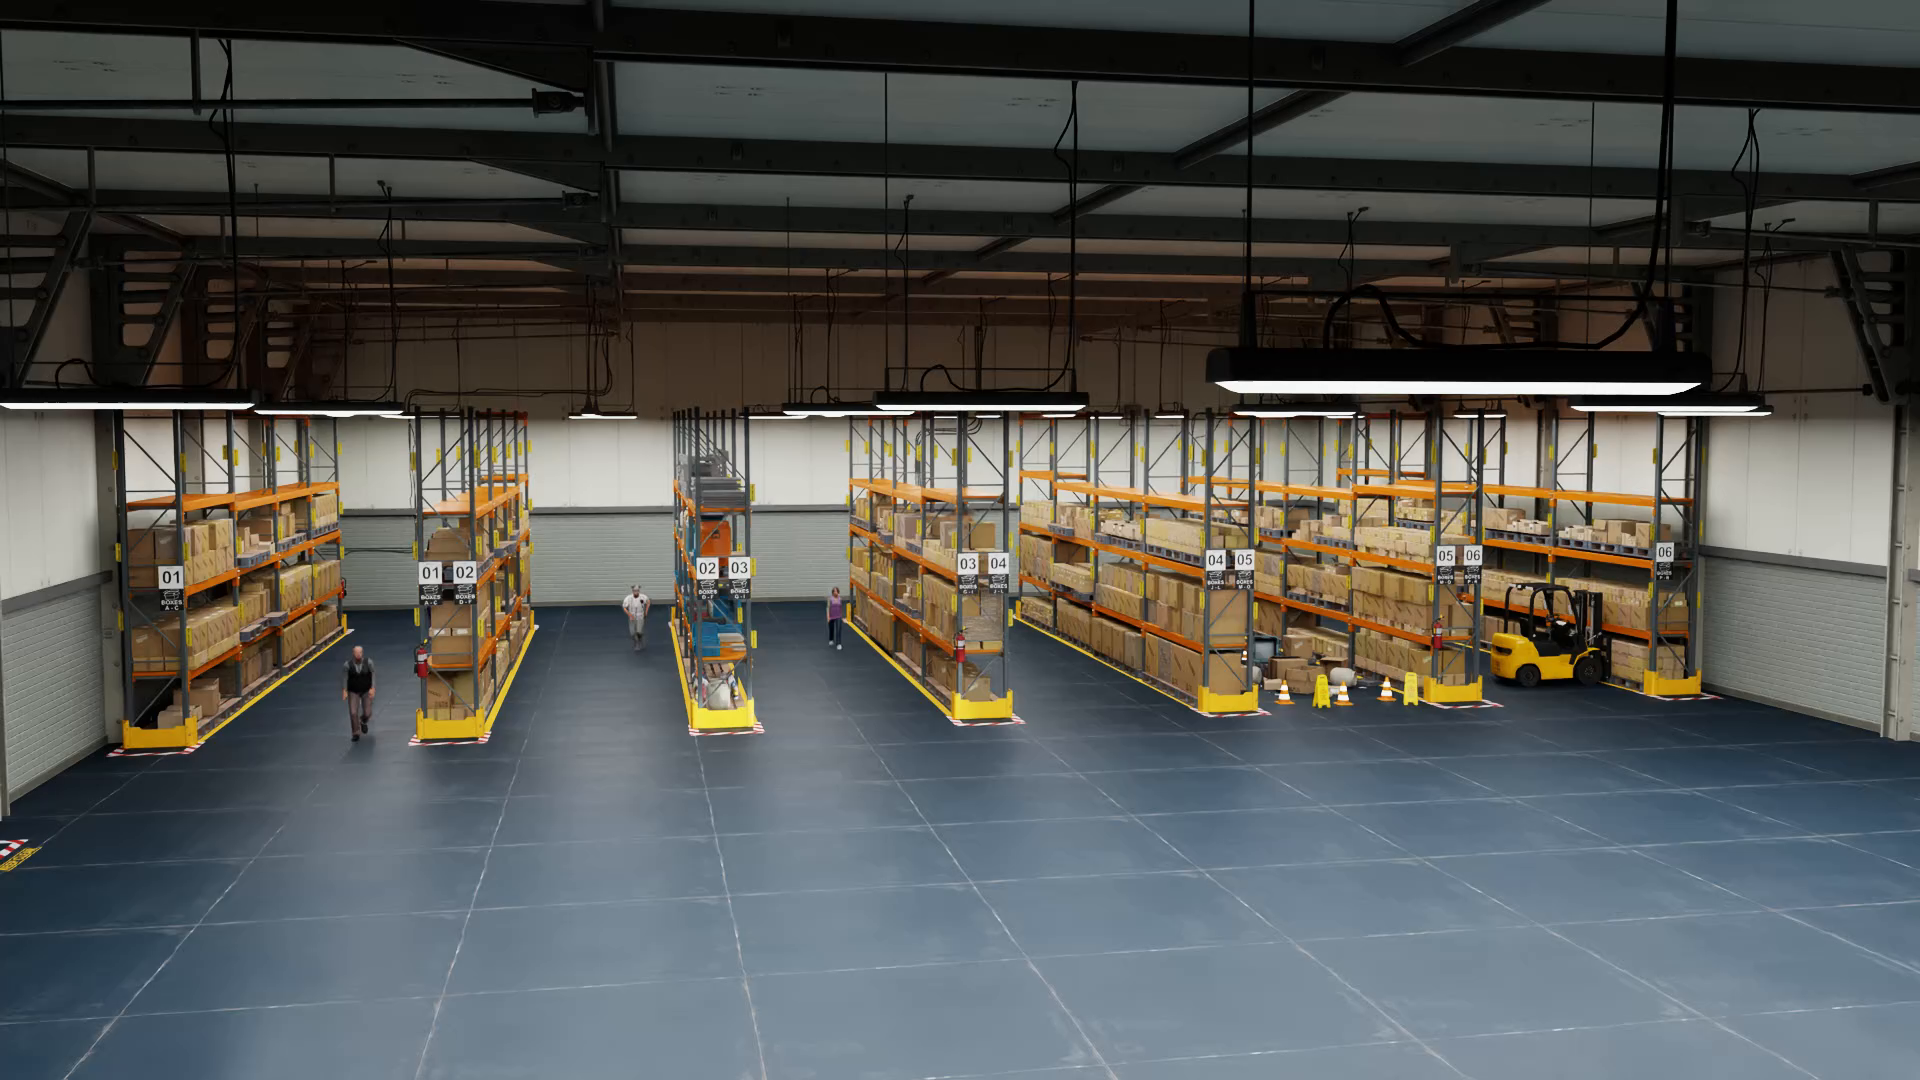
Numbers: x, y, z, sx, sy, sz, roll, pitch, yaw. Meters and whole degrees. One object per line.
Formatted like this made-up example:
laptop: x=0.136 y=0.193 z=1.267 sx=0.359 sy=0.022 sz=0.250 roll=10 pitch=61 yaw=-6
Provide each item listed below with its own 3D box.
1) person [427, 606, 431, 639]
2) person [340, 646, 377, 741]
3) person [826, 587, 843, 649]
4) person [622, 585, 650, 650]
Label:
person: x=-13.847 y=1.787 z=43.820 sx=0.520 sy=1.648 sz=0.468 roll=1 pitch=4 yaw=19
person: x=-10.862 y=2.746 z=30.034 sx=0.624 sy=1.704 sz=0.638 roll=-2 pitch=4 yaw=-22
person: x=-3.164 y=1.956 z=41.979 sx=0.441 sy=1.535 sz=0.994 roll=-1 pitch=4 yaw=-12
person: x=-8.082 y=1.932 z=41.547 sx=0.642 sy=1.686 sz=0.737 roll=0 pitch=4 yaw=-2
